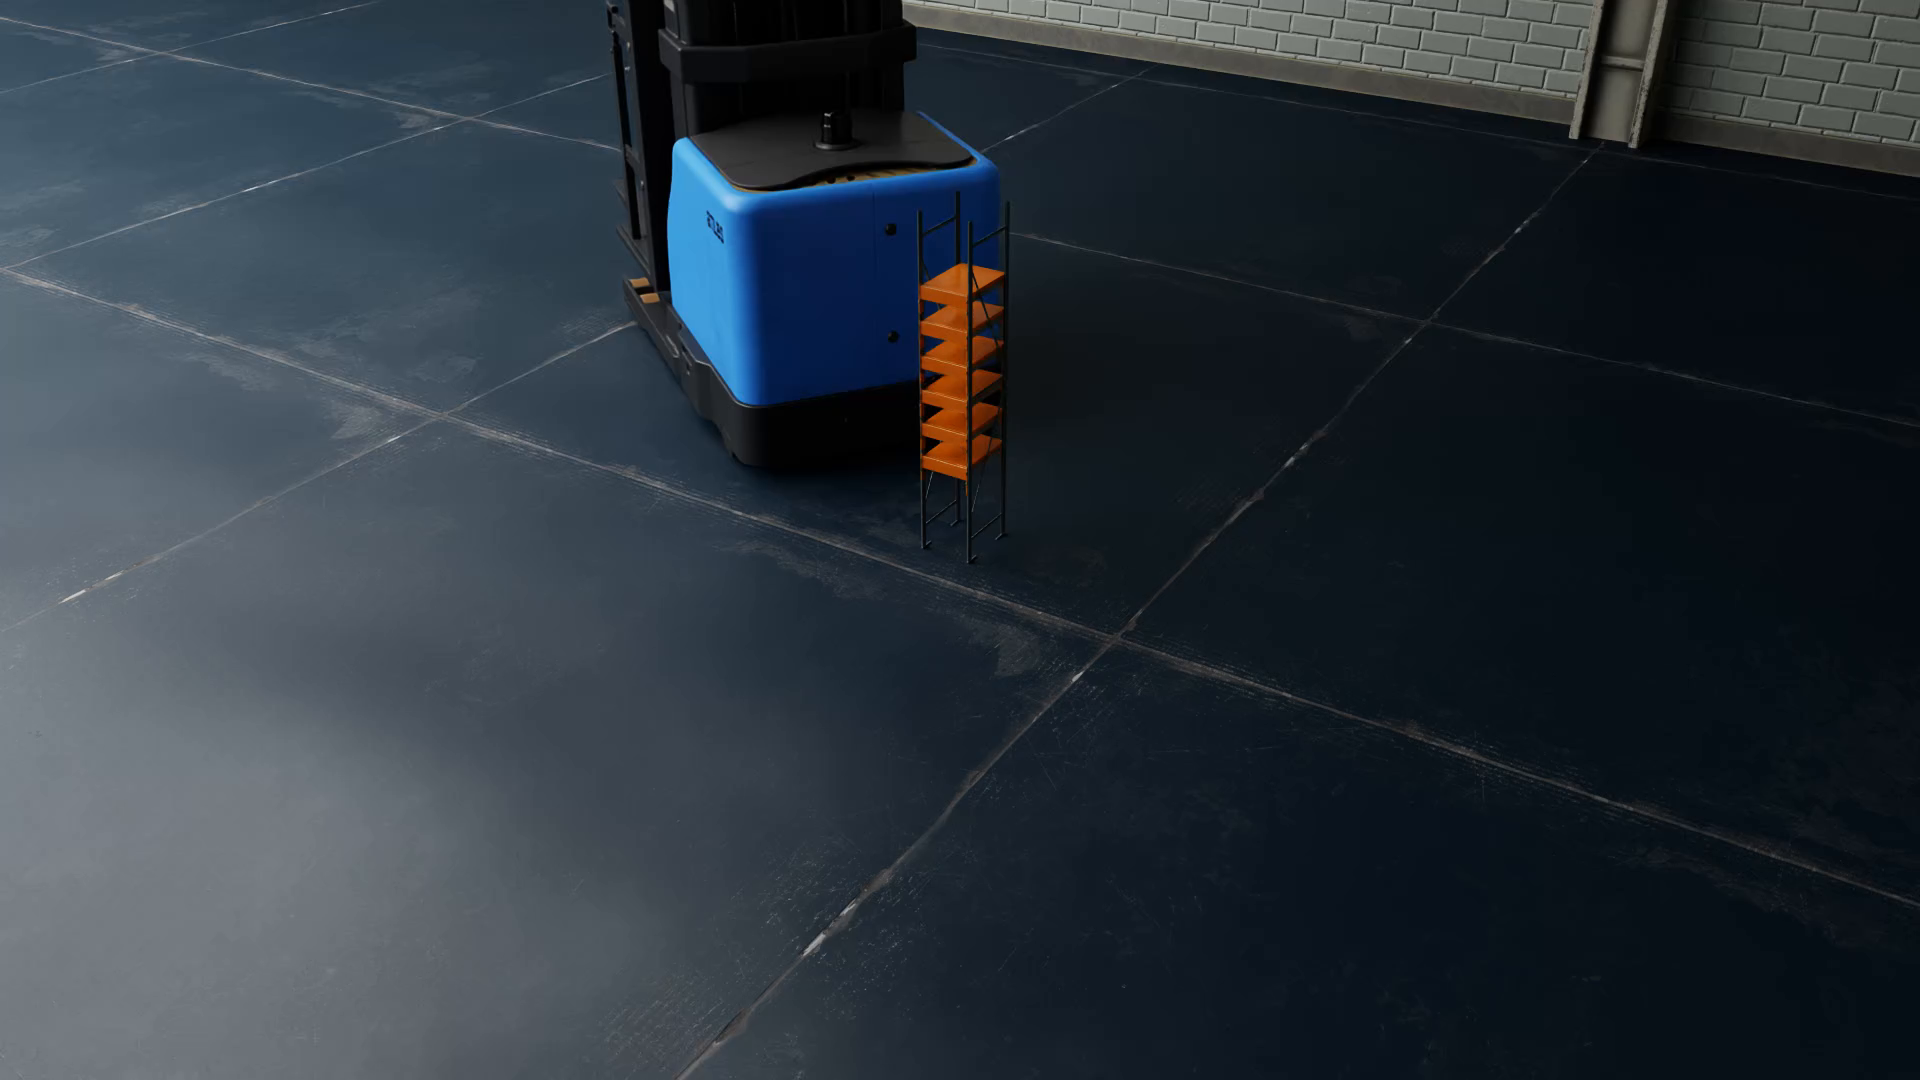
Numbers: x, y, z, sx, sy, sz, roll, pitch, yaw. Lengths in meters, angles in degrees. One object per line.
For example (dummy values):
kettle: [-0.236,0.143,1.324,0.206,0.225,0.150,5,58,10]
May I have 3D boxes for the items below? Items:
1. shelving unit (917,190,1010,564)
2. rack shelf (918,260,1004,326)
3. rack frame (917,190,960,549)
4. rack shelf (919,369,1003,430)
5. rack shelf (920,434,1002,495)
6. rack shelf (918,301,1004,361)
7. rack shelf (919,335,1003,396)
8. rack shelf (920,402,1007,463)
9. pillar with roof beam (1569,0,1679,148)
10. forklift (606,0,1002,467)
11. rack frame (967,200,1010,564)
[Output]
shelving unit: [0.012,-0.514,5.441,0.189,1.200,0.258,18,35,27]
rack shelf: [0.012,-0.787,5.282,0.180,0.103,0.258,18,35,27]
rack frame: [-0.065,-0.539,5.483,0.006,1.200,0.240,18,35,27]
rack shelf: [0.012,-0.476,5.463,0.180,0.103,0.258,18,35,27]
rack shelf: [0.012,-0.269,5.584,0.180,0.103,0.258,18,35,27]
rack shelf: [0.012,-0.683,5.342,0.180,0.103,0.258,18,35,27]
rack shelf: [0.012,-0.580,5.403,0.180,0.103,0.258,18,35,27]
rack shelf: [0.012,-0.372,5.524,0.180,0.103,0.258,18,35,27]
pillar with roof beam: [1.555,-4.437,4.426,0.400,9.000,9.100,18,35,27]
forklift: [-0.870,-2.260,6.715,1.130,2.935,3.031,-12,32,-19]
rack frame: [0.090,-0.490,5.399,0.006,1.200,0.240,18,35,27]
